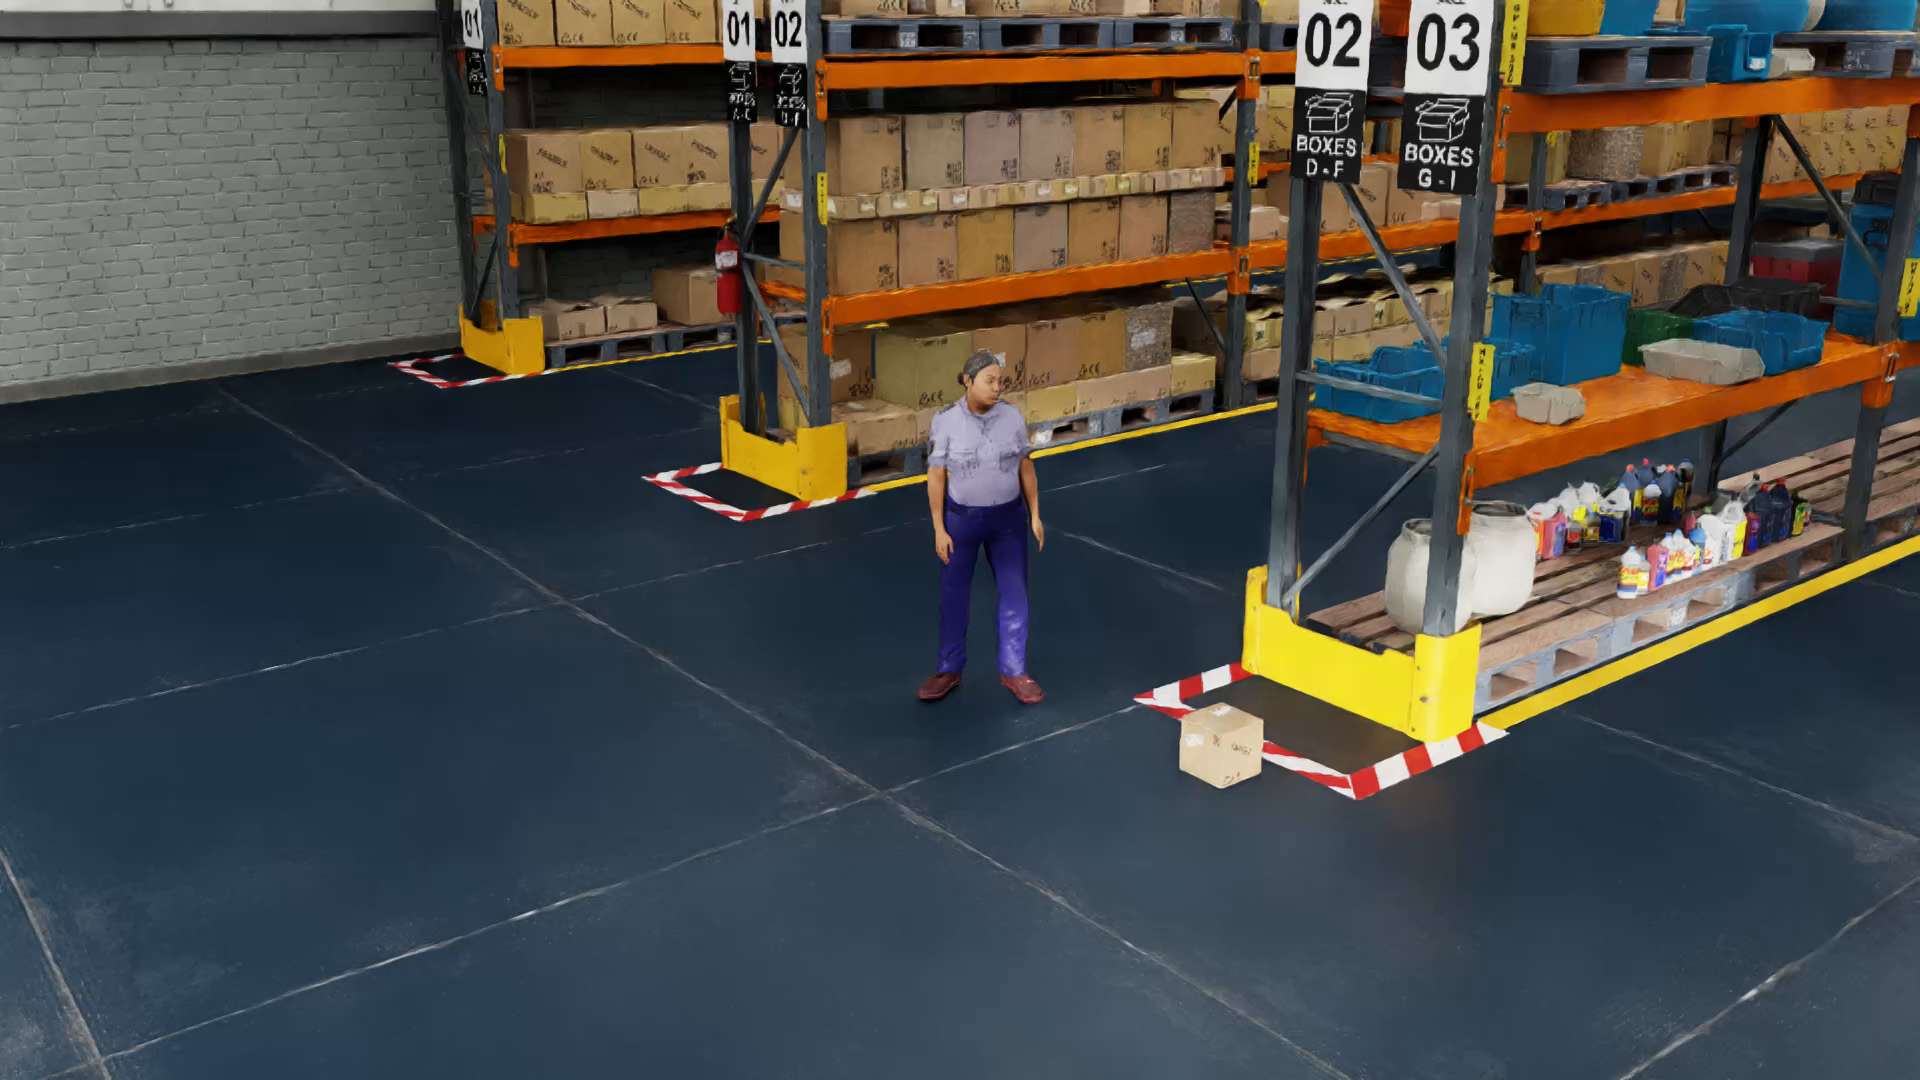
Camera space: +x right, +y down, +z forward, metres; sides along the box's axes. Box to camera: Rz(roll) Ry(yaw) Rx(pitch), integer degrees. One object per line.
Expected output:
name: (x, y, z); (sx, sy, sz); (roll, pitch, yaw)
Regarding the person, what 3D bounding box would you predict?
person: (0.092, -0.058, 7.685); (0.602, 1.654, 0.373); (-3, 18, -11)
